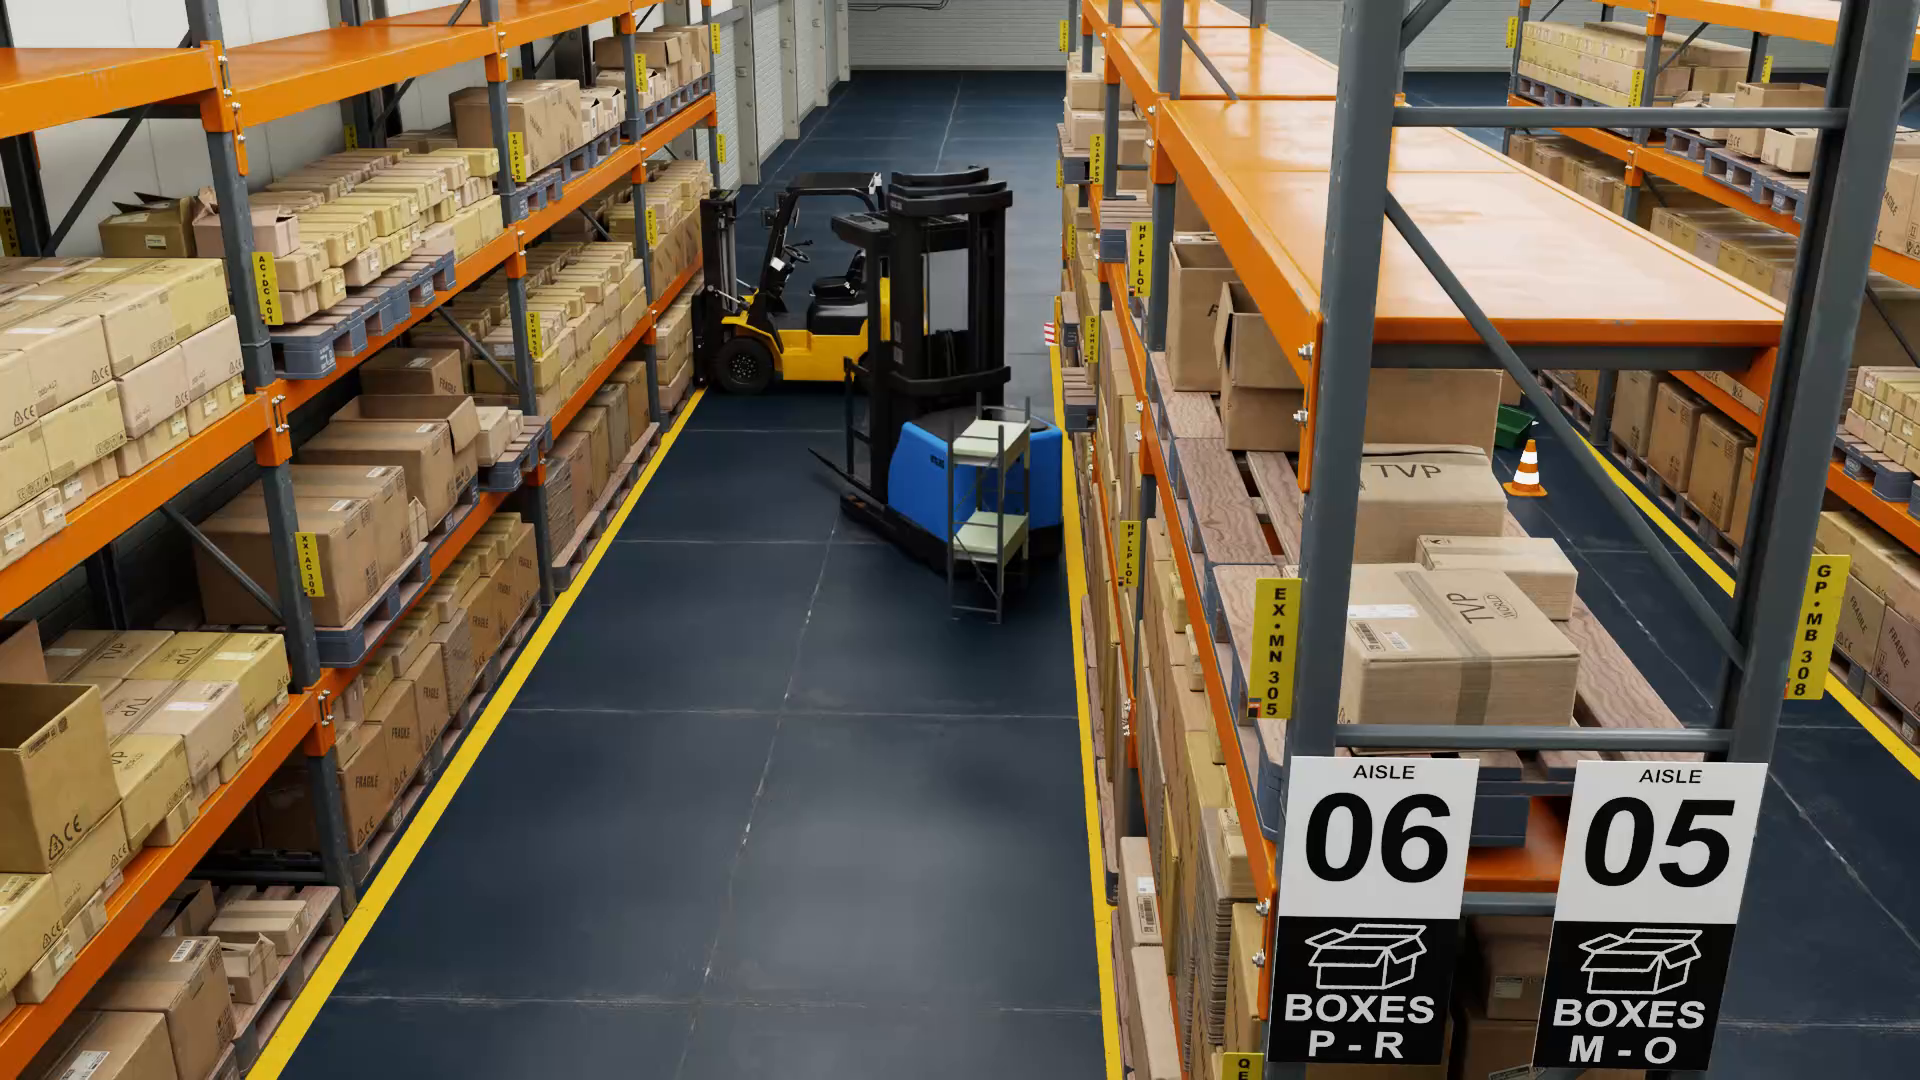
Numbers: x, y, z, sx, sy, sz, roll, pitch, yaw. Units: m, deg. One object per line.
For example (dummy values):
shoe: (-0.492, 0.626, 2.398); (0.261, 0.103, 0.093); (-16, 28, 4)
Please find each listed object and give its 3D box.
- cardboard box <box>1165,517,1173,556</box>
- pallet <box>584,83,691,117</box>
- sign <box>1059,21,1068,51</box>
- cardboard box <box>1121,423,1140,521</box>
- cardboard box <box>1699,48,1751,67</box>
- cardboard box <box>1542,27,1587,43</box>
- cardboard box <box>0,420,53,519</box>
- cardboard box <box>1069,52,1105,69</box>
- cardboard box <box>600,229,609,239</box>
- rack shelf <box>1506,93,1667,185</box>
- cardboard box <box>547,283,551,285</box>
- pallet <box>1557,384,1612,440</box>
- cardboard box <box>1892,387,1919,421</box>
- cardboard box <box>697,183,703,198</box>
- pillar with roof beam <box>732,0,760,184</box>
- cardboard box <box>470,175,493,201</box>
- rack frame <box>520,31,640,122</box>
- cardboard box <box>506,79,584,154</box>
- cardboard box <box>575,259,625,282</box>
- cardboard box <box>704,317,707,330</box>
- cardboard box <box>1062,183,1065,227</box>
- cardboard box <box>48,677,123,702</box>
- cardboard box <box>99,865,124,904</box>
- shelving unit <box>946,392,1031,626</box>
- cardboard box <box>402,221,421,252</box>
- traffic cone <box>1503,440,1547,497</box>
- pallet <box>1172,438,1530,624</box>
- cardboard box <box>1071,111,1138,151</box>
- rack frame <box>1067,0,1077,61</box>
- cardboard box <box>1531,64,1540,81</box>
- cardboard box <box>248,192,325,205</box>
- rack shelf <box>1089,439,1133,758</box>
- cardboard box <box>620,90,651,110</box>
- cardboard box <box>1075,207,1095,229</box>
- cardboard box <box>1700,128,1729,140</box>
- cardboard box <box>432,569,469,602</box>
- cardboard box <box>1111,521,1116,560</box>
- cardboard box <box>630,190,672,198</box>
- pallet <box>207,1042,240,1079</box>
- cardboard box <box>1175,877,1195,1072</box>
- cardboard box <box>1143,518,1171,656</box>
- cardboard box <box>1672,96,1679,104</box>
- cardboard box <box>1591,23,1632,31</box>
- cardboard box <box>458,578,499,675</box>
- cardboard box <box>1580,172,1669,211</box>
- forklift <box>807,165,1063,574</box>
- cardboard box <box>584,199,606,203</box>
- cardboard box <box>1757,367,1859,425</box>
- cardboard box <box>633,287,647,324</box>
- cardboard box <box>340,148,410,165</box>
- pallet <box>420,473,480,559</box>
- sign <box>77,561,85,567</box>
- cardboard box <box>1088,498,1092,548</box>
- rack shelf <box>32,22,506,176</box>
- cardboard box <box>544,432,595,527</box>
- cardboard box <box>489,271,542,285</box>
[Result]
cardboard box: (1.071, -0.040, 7.068); (0.380, 0.149, 0.250); (1, 21, 2)
pallet: (-3.346, -4.481, 16.905); (1.003, 0.211, 1.213); (1, 21, 2)
sign: (1.155, -5.580, 18.407); (0.100, 0.325, 0.005); (1, 21, 2)
cardboard box: (1.103, -0.293, 8.617); (0.500, 0.500, 0.500); (1, 21, 3)
cardboard box: (6.877, -4.327, 14.913); (0.380, 0.149, 0.250); (1, 21, 2)
cardboard box: (6.295, -5.254, 17.301); (0.380, 0.149, 0.250); (1, 21, 2)
cardboard box: (-3.449, -0.217, 5.590); (0.500, 0.250, 0.500); (0, 21, 1)
cardboard box: (1.339, -5.024, 17.427); (0.380, 0.149, 0.250); (1, 21, 1)
cardboard box: (-3.624, -2.767, 16.375); (0.500, 0.500, 0.500); (1, 21, 2)
rack shelf: (6.587, -4.090, 16.770); (1.077, 0.370, 4.000); (1, 21, 2)
cardboard box: (-3.710, -1.990, 14.028); (0.500, 0.250, 0.500); (0, 21, 0)
pallet: (6.628, -1.278, 16.530); (1.003, 0.211, 1.213); (1, 21, 2)
cardboard box: (6.179, -0.862, 10.549); (0.380, 0.149, 0.250); (1, 21, 1)
cardboard box: (-3.042, -3.856, 18.284); (0.380, 0.149, 0.250); (1, 21, 3)
pillar with roof beam: (0.482, -10.667, 28.581); (9.100, 9.000, 0.400); (1, 21, 2)
cardboard box: (-3.278, -2.312, 10.850); (0.380, 0.149, 0.250); (1, 21, 3)
rack frame: (-3.386, -5.172, 14.417); (1.000, 3.000, 0.127); (1, 21, 2)
cardboard box: (-3.211, -3.243, 12.737); (0.500, 0.500, 0.500); (1, 21, 3)
cardboard box: (-3.100, -2.320, 14.326); (0.380, 0.149, 0.250); (0, 21, 0)
cardboard box: (-2.987, -2.420, 18.150); (0.500, 0.250, 0.500); (0, 21, 0)
cardboard box: (1.405, -3.785, 18.587); (0.500, 0.500, 0.500); (0, 21, 1)
cardboard box: (-3.923, 0.807, 7.100); (0.500, 0.250, 0.500); (0, 21, 1)
cardboard box: (-3.451, 1.311, 6.351); (0.380, 0.149, 0.250); (1, 21, 1)
shelving unit: (0.212, -0.233, 12.056); (0.431, 1.500, 0.755); (6, 22, 15)
cardboard box: (-3.202, -1.666, 9.157); (0.380, 0.149, 0.250); (1, 21, 3)
traffic cone: (4.976, -0.653, 14.571); (0.336, 0.463, 0.334); (1, 21, 2)
pallet: (1.257, -0.050, 5.488); (1.003, 0.211, 1.213); (1, 21, 2)
cardboard box: (1.149, -3.273, 13.298); (0.500, 0.250, 0.500); (0, 21, 1)
rack frame: (1.697, -6.565, 18.007); (1.000, 3.000, 0.127); (1, 21, 2)
cardboard box: (6.302, -4.970, 17.674); (0.380, 0.149, 0.250); (1, 21, 2)
cardboard box: (-3.716, -1.812, 9.122); (0.380, 0.149, 0.250); (1, 21, 3)
rack shelf: (1.393, 0.183, 9.904); (1.077, 0.370, 4.000); (1, 21, 2)
cardboard box: (-3.069, -4.057, 15.321); (0.380, 0.149, 0.250); (1, 21, 3)
cardboard box: (1.208, -2.839, 14.672); (0.380, 0.149, 0.250); (1, 21, 1)
cardboard box: (6.224, -3.323, 13.429); (0.380, 0.149, 0.250); (1, 21, 2)
cardboard box: (-3.359, 0.299, 10.590); (0.380, 0.149, 0.250); (0, 21, 1)
cardboard box: (1.156, -0.077, 9.788); (0.500, 0.250, 0.500); (1, 21, 2)
cardboard box: (-3.120, -3.441, 16.805); (0.380, 0.149, 0.250); (1, 21, 1)
pallet: (-3.686, 2.509, 6.772); (1.003, 0.211, 1.213); (1, 21, 2)
cardboard box: (0.997, 1.426, 5.569); (0.500, 0.500, 0.500); (1, 21, 3)
cardboard box: (1.076, 0.228, 7.275); (0.500, 0.500, 0.500); (1, 21, 2)
cardboard box: (6.892, -4.139, 15.531); (0.380, 0.149, 0.250); (1, 21, 2)
cardboard box: (6.968, -5.429, 17.755); (0.380, 0.149, 0.250); (1, 21, 2)
cardboard box: (-3.345, 0.566, 10.797); (0.500, 0.500, 0.500); (2, 21, 4)
cardboard box: (6.472, -3.210, 15.955); (0.875, 0.550, 0.550); (1, 21, 2)
forklift: (-0.356, -1.594, 13.586); (1.130, 2.935, 3.031); (-12, 24, -27)
cardboard box: (-3.690, -3.258, 16.334); (0.380, 0.149, 0.250); (0, 21, 1)
cardboard box: (6.150, -1.070, 12.001); (0.500, 0.500, 0.500); (1, 21, 2)
cardboard box: (-3.140, -2.120, 15.053); (0.500, 0.250, 0.500); (1, 21, 3)
cardboard box: (-3.795, -2.451, 10.798); (0.380, 0.149, 0.250); (0, 21, 0)
pallet: (-3.562, -0.136, 9.997); (1.003, 0.211, 1.213); (1, 21, 2)
sign: (-4.184, -0.027, 7.851); (0.100, 0.325, 0.005); (1, 21, 2)
cardboard box: (1.481, -0.050, 12.563); (0.950, 0.372, 0.625); (-1, 21, -2)
rack shelf: (-3.569, -2.480, 9.029); (1.077, 0.370, 4.000); (1, 21, 2)
cardboard box: (-3.463, -0.479, 13.319); (0.875, 0.625, 0.625); (1, 21, 3)
cardboard box: (-3.703, -2.139, 13.859); (0.380, 0.149, 0.250); (0, 21, 1)
